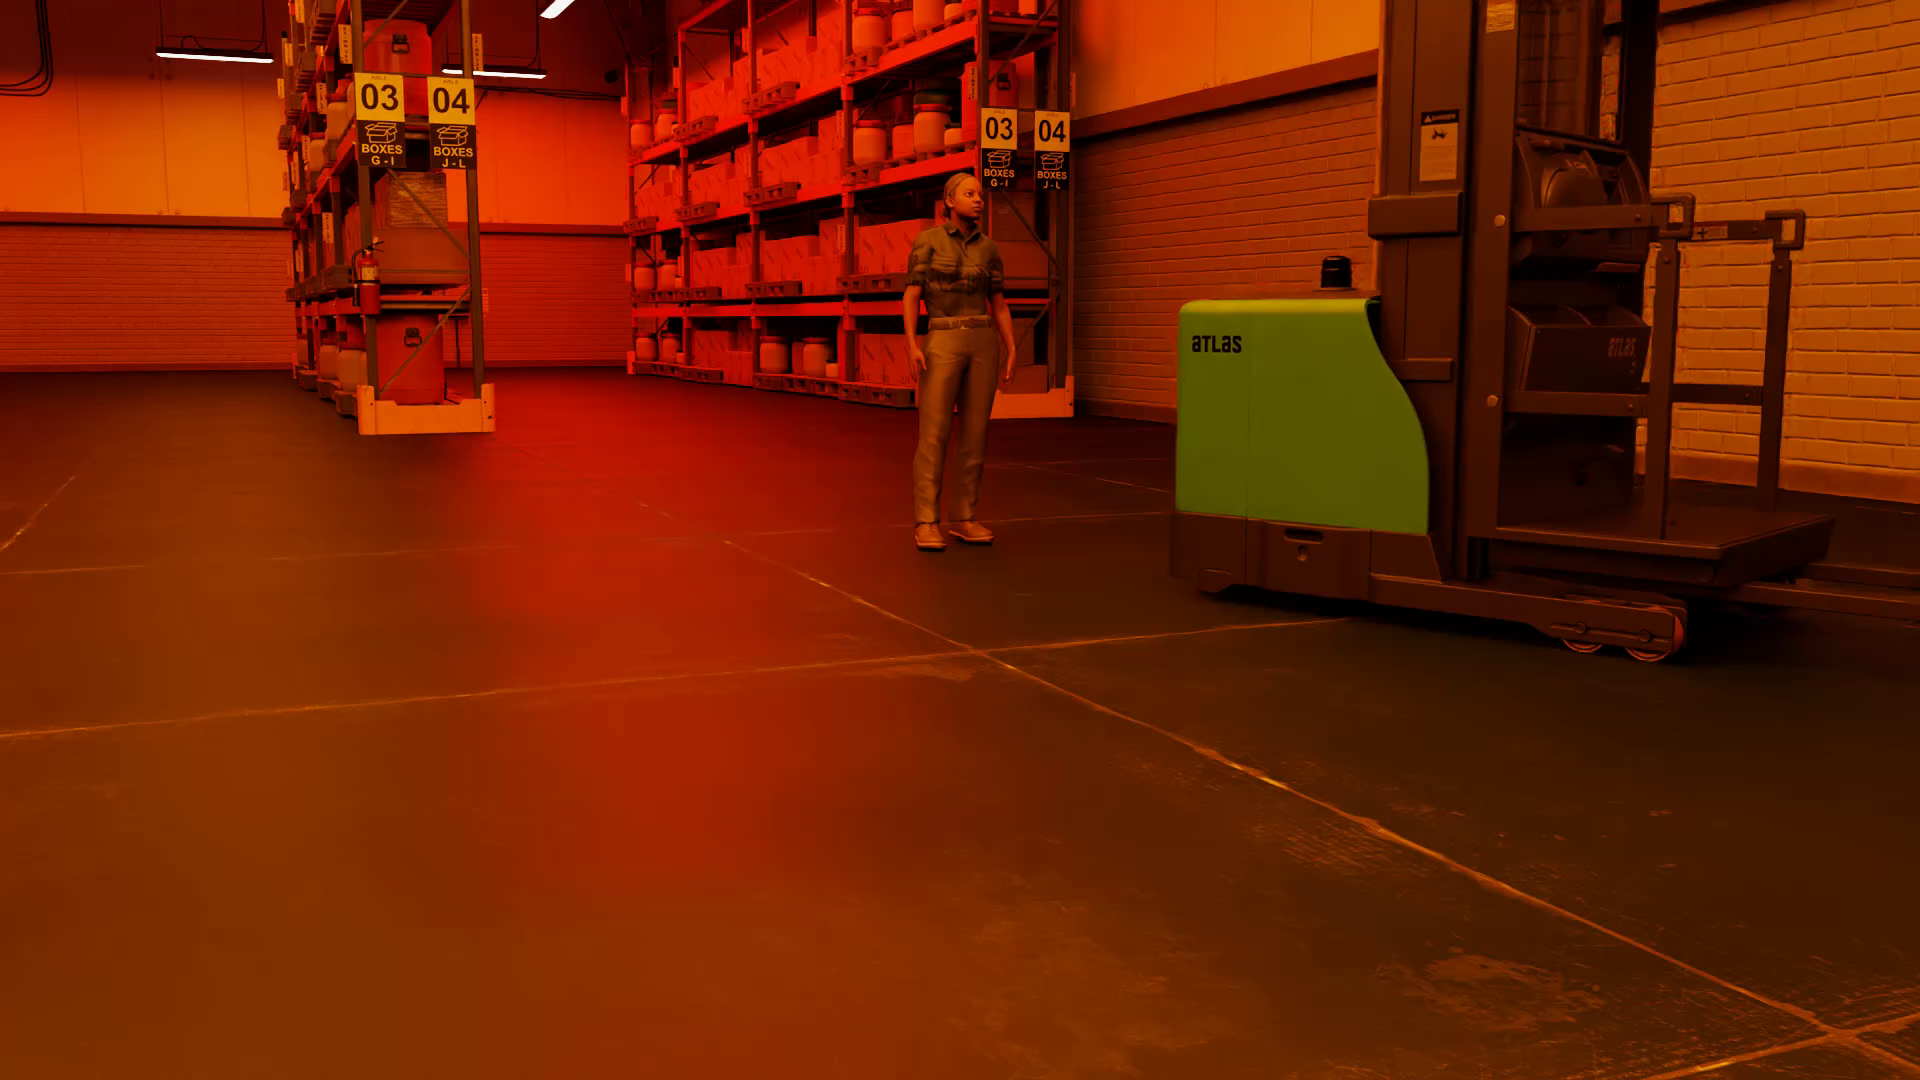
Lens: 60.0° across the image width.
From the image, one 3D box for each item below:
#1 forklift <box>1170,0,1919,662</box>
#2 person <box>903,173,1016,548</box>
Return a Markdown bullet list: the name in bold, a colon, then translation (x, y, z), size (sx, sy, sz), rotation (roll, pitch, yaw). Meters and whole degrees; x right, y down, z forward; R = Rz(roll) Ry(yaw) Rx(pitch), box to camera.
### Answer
- **forklift**: translation (2.193, -1.169, 5.303), size (3.031, 2.935, 1.130), rotation (7, 10, 43)
- **person**: translation (0.017, -0.815, 7.457), size (0.570, 1.654, 0.504), rotation (-3, 8, -23)
